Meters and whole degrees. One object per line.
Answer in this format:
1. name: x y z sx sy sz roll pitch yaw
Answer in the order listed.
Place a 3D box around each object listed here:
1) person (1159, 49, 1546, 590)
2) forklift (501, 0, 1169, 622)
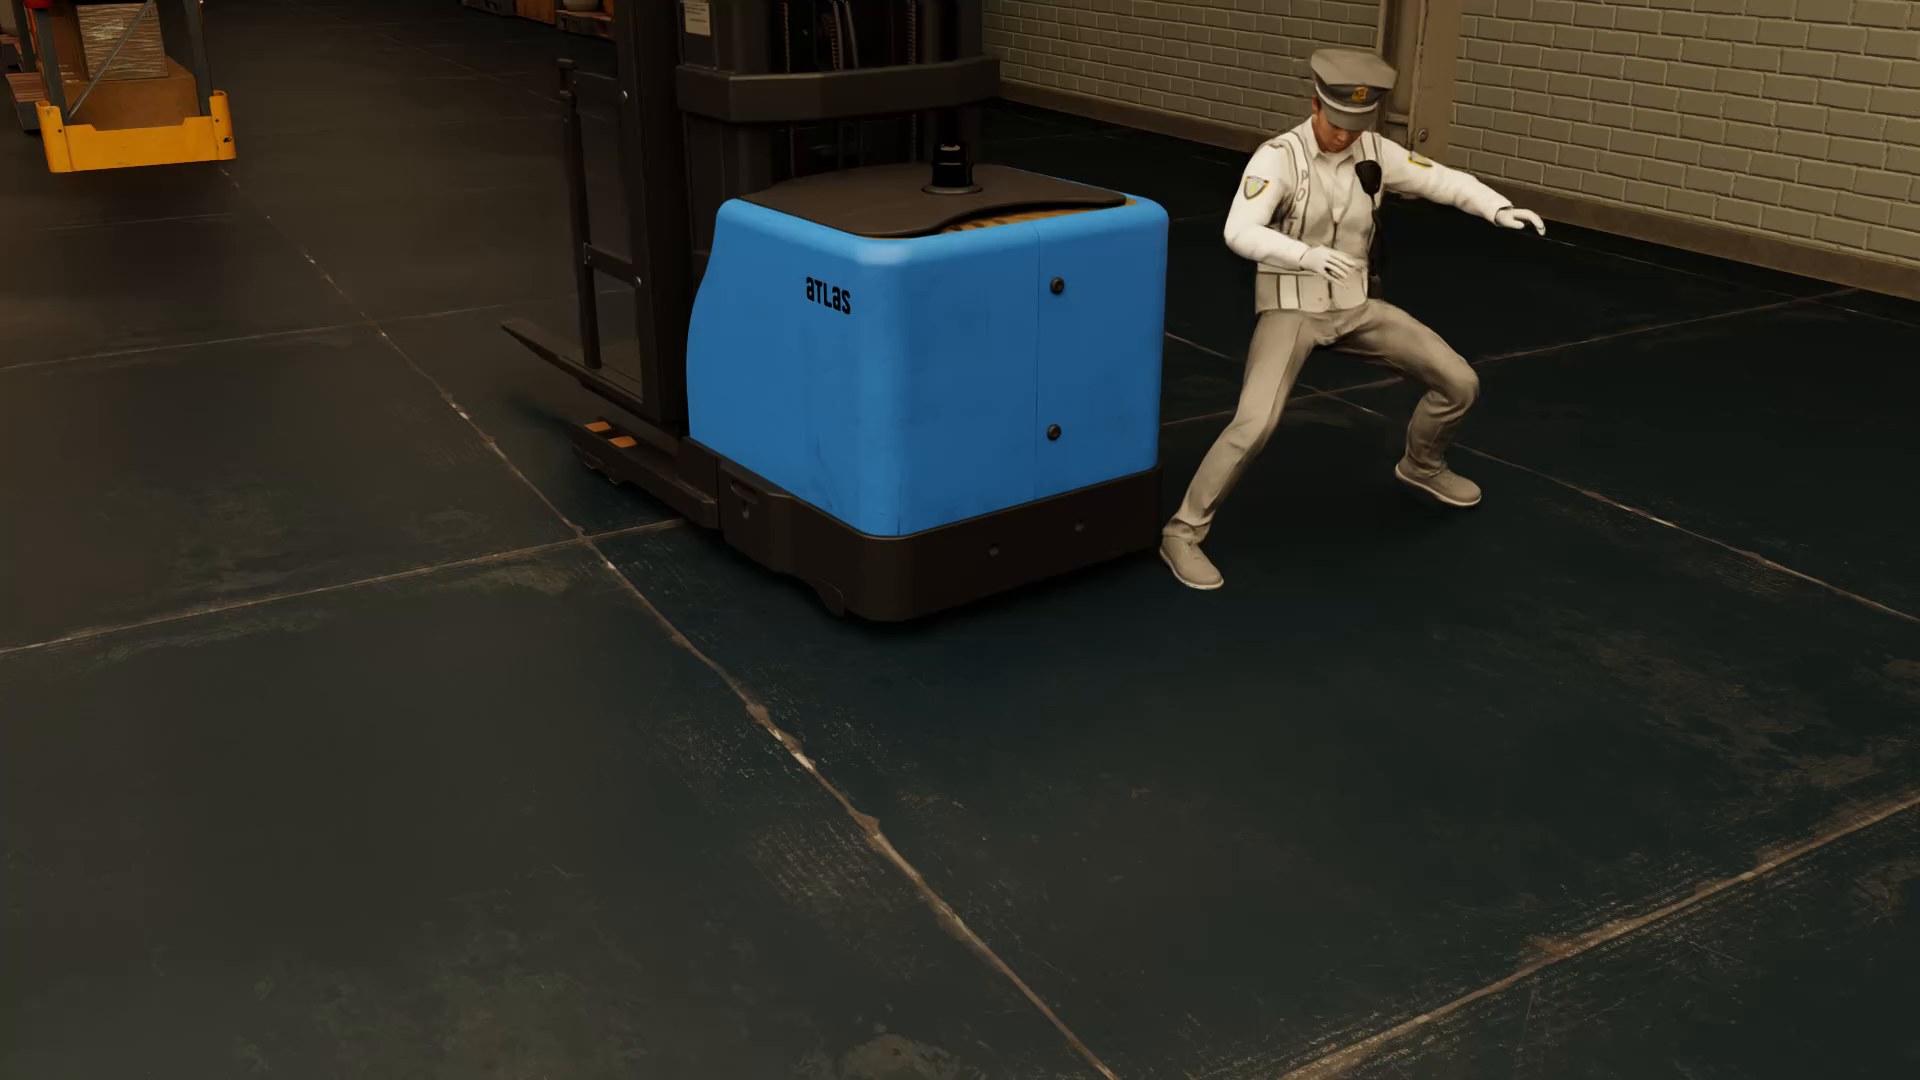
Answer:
1. person: 1.141 -0.671 4.882 1.139 1.465 0.631 -5 23 -11
2. forklift: -0.681 -1.636 5.260 1.130 2.935 3.031 -16 27 -33
